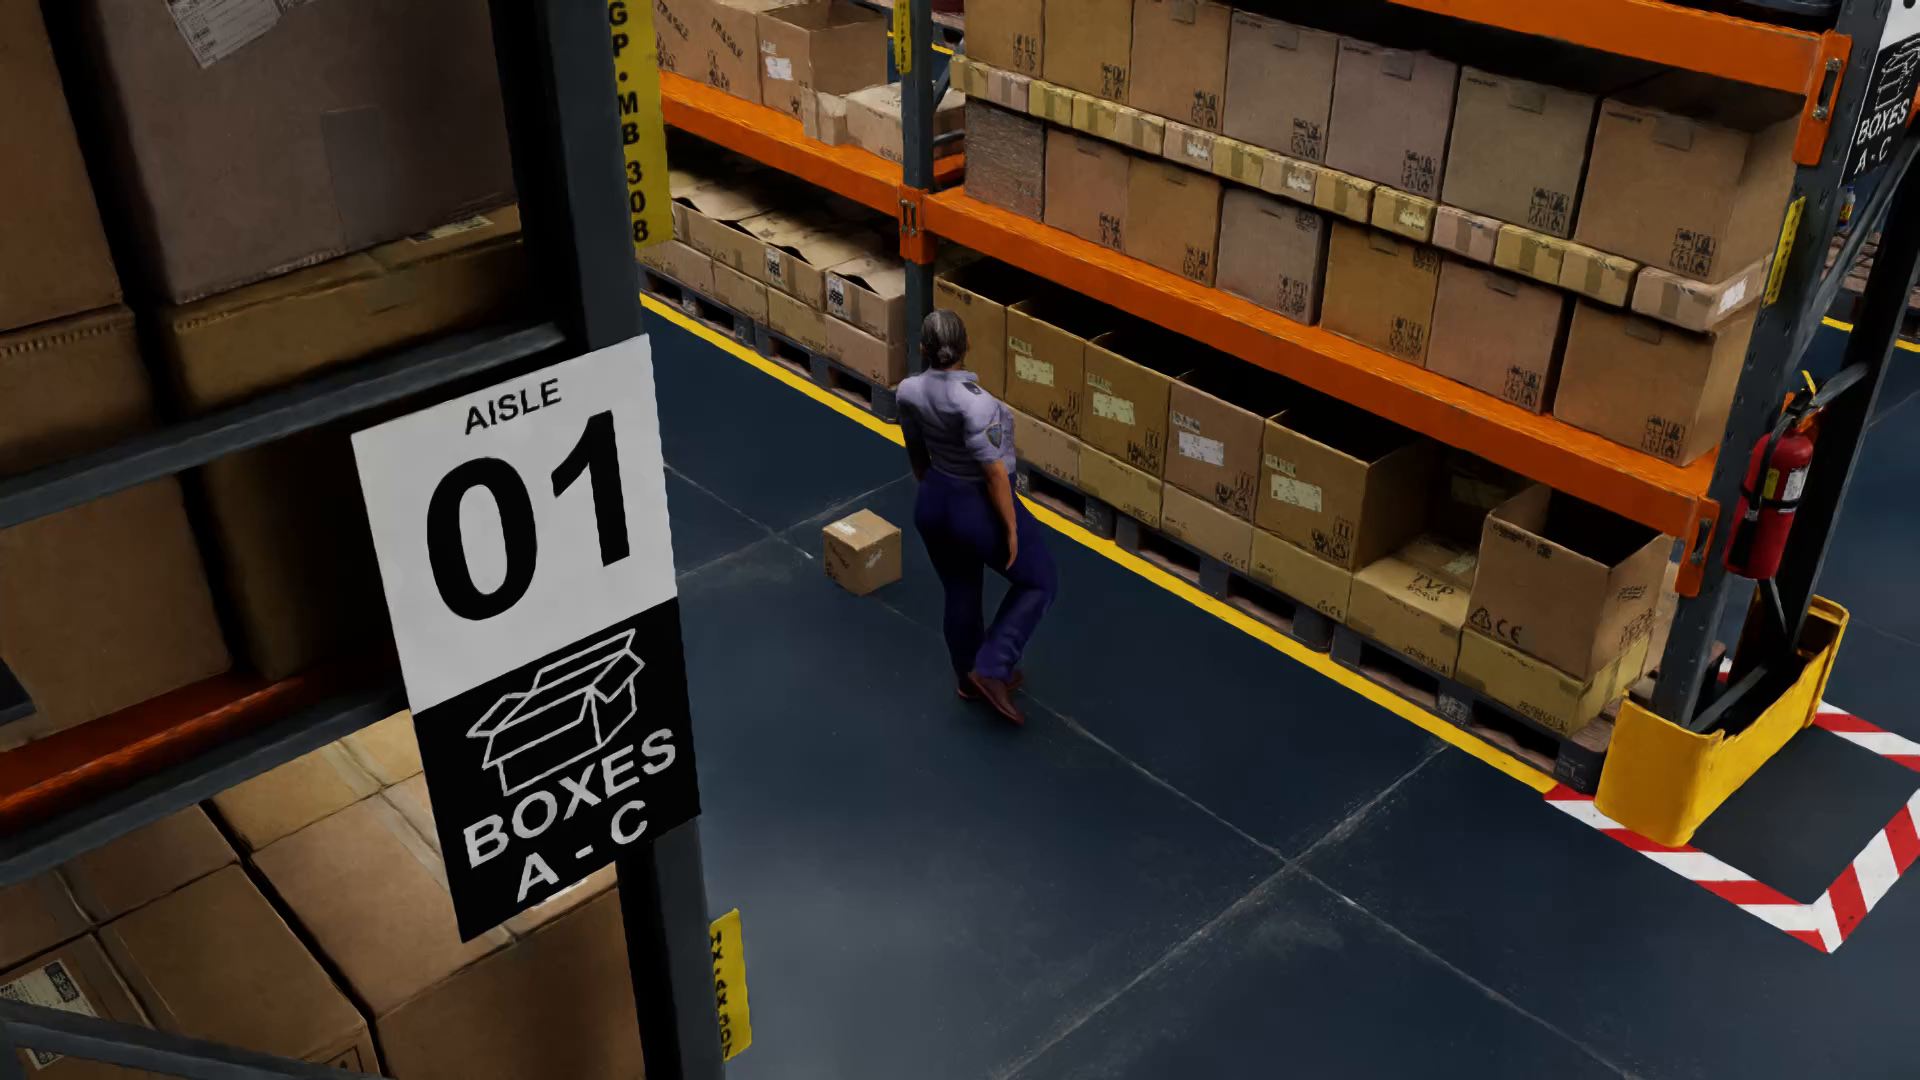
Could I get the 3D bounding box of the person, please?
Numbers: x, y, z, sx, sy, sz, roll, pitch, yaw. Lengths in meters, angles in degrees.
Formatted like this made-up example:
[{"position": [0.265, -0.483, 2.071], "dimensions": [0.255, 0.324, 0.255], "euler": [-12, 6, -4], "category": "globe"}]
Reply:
[{"position": [0.071, -0.077, 6.275], "dimensions": [0.636, 1.638, 0.441], "euler": [24, 39, 33], "category": "person"}]
